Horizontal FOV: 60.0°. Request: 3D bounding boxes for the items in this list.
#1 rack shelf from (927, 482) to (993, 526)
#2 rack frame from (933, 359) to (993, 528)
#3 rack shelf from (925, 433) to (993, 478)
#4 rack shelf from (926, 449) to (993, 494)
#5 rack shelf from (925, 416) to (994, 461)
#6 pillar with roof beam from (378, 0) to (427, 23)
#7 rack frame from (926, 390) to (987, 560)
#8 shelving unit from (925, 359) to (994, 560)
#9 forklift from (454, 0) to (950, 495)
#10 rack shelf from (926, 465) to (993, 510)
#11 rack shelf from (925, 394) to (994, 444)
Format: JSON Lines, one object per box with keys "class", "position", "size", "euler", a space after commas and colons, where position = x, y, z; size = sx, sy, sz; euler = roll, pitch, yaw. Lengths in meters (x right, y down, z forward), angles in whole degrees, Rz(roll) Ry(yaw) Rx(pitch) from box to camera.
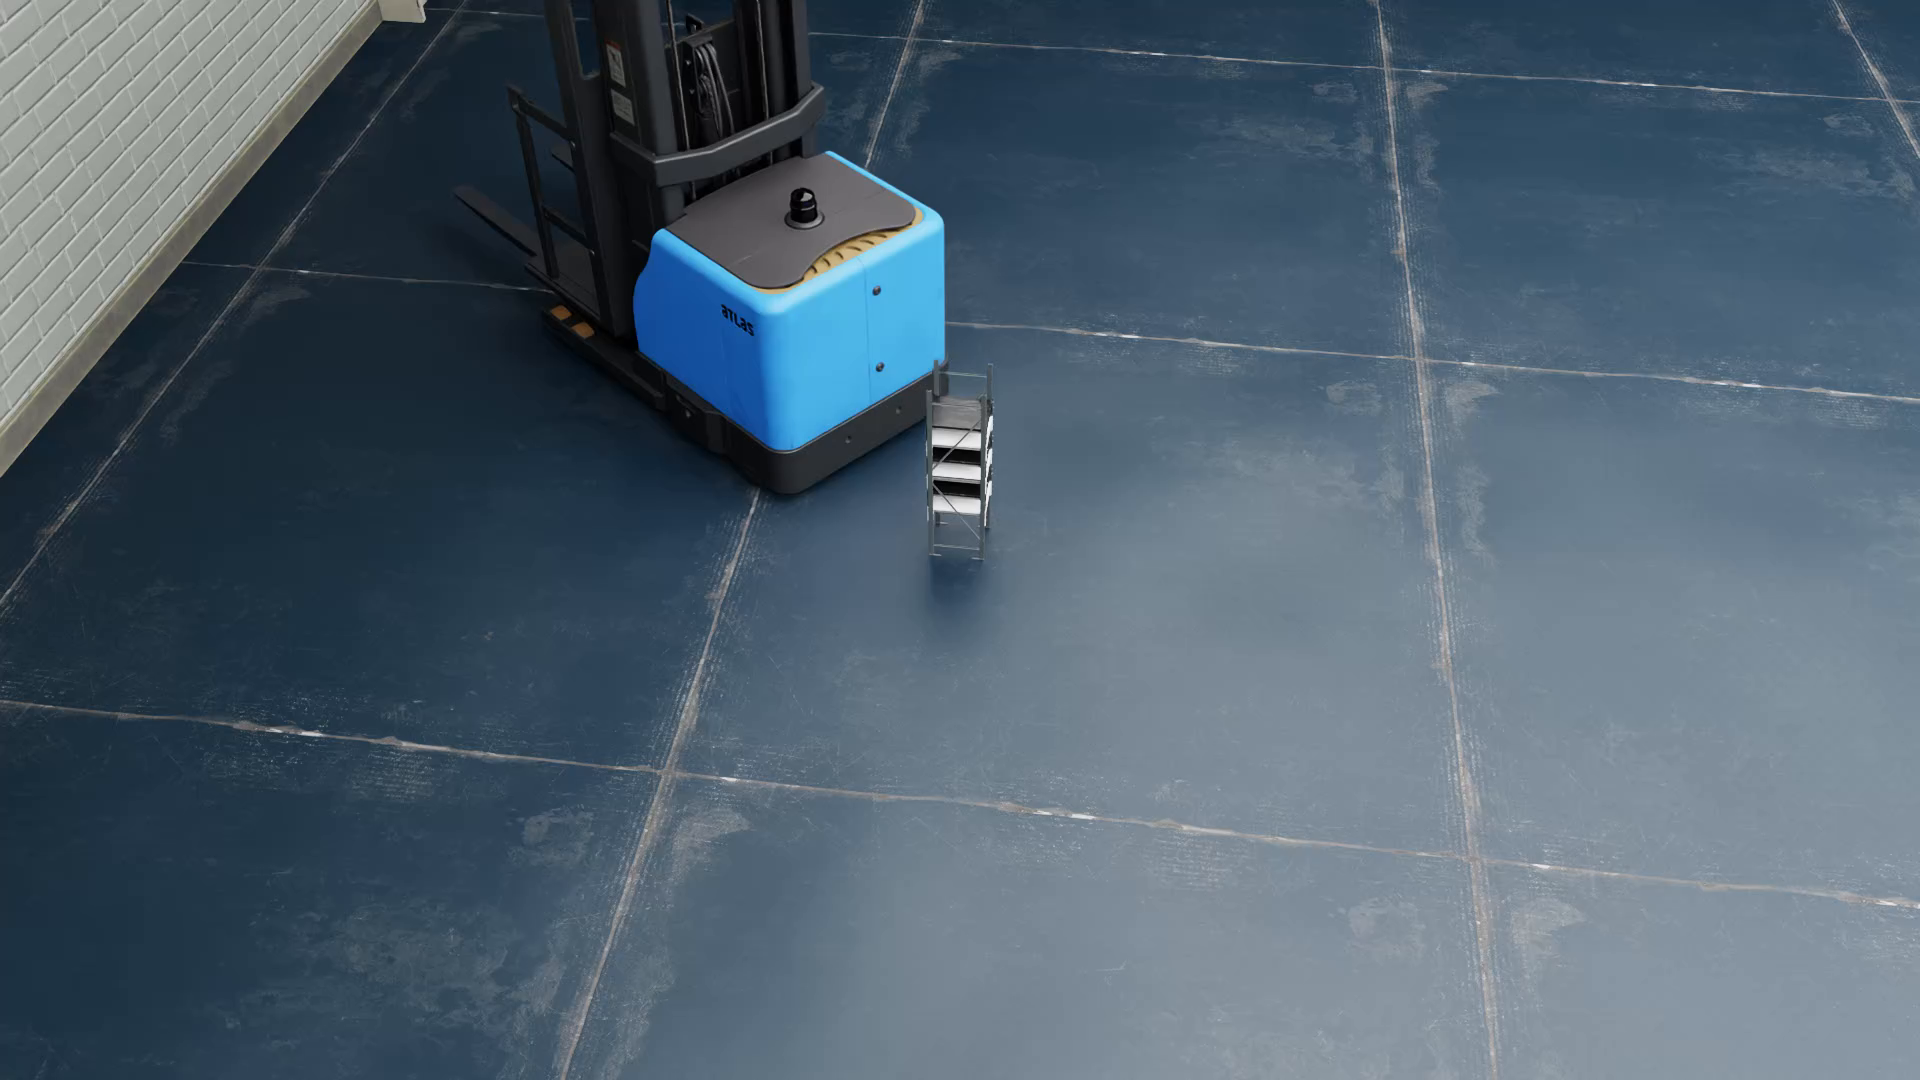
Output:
{"class": "rack shelf", "position": [-0.001, -0.166, 7.081], "size": [0.258, 0.077, 0.200], "euler": [5, 44, 6]}
{"class": "rack frame", "position": [0.012, -0.391, 7.008], "size": [0.240, 0.900, 0.006], "euler": [5, 44, 6]}
{"class": "rack shelf", "position": [-0.001, -0.362, 6.896], "size": [0.258, 0.077, 0.200], "euler": [5, 44, 6]}
{"class": "rack shelf", "position": [-0.001, -0.297, 6.958], "size": [0.258, 0.077, 0.200], "euler": [5, 44, 6]}
{"class": "rack shelf", "position": [-0.001, -0.428, 6.834], "size": [0.258, 0.077, 0.200], "euler": [5, 44, 6]}
{"class": "pillar with roof beam", "position": [0.654, -6.384, 7.447], "size": [9.100, 9.000, 0.400], "euler": [5, 44, 6]}
{"class": "rack frame", "position": [-0.015, -0.252, 6.862], "size": [0.240, 0.900, 0.006], "euler": [5, 44, 6]}
{"class": "shelving unit", "position": [-0.001, -0.321, 6.935], "size": [0.258, 0.900, 0.210], "euler": [5, 44, 6]}
{"class": "forklift", "position": [-1.428, -2.183, 7.424], "size": [1.130, 2.935, 3.031], "euler": [-33, 53, -30]}
{"class": "rack shelf", "position": [-0.001, -0.232, 7.020], "size": [0.258, 0.077, 0.200], "euler": [5, 44, 6]}
{"class": "rack shelf", "position": [-0.001, -0.493, 6.772], "size": [0.258, 0.077, 0.200], "euler": [5, 44, 6]}
